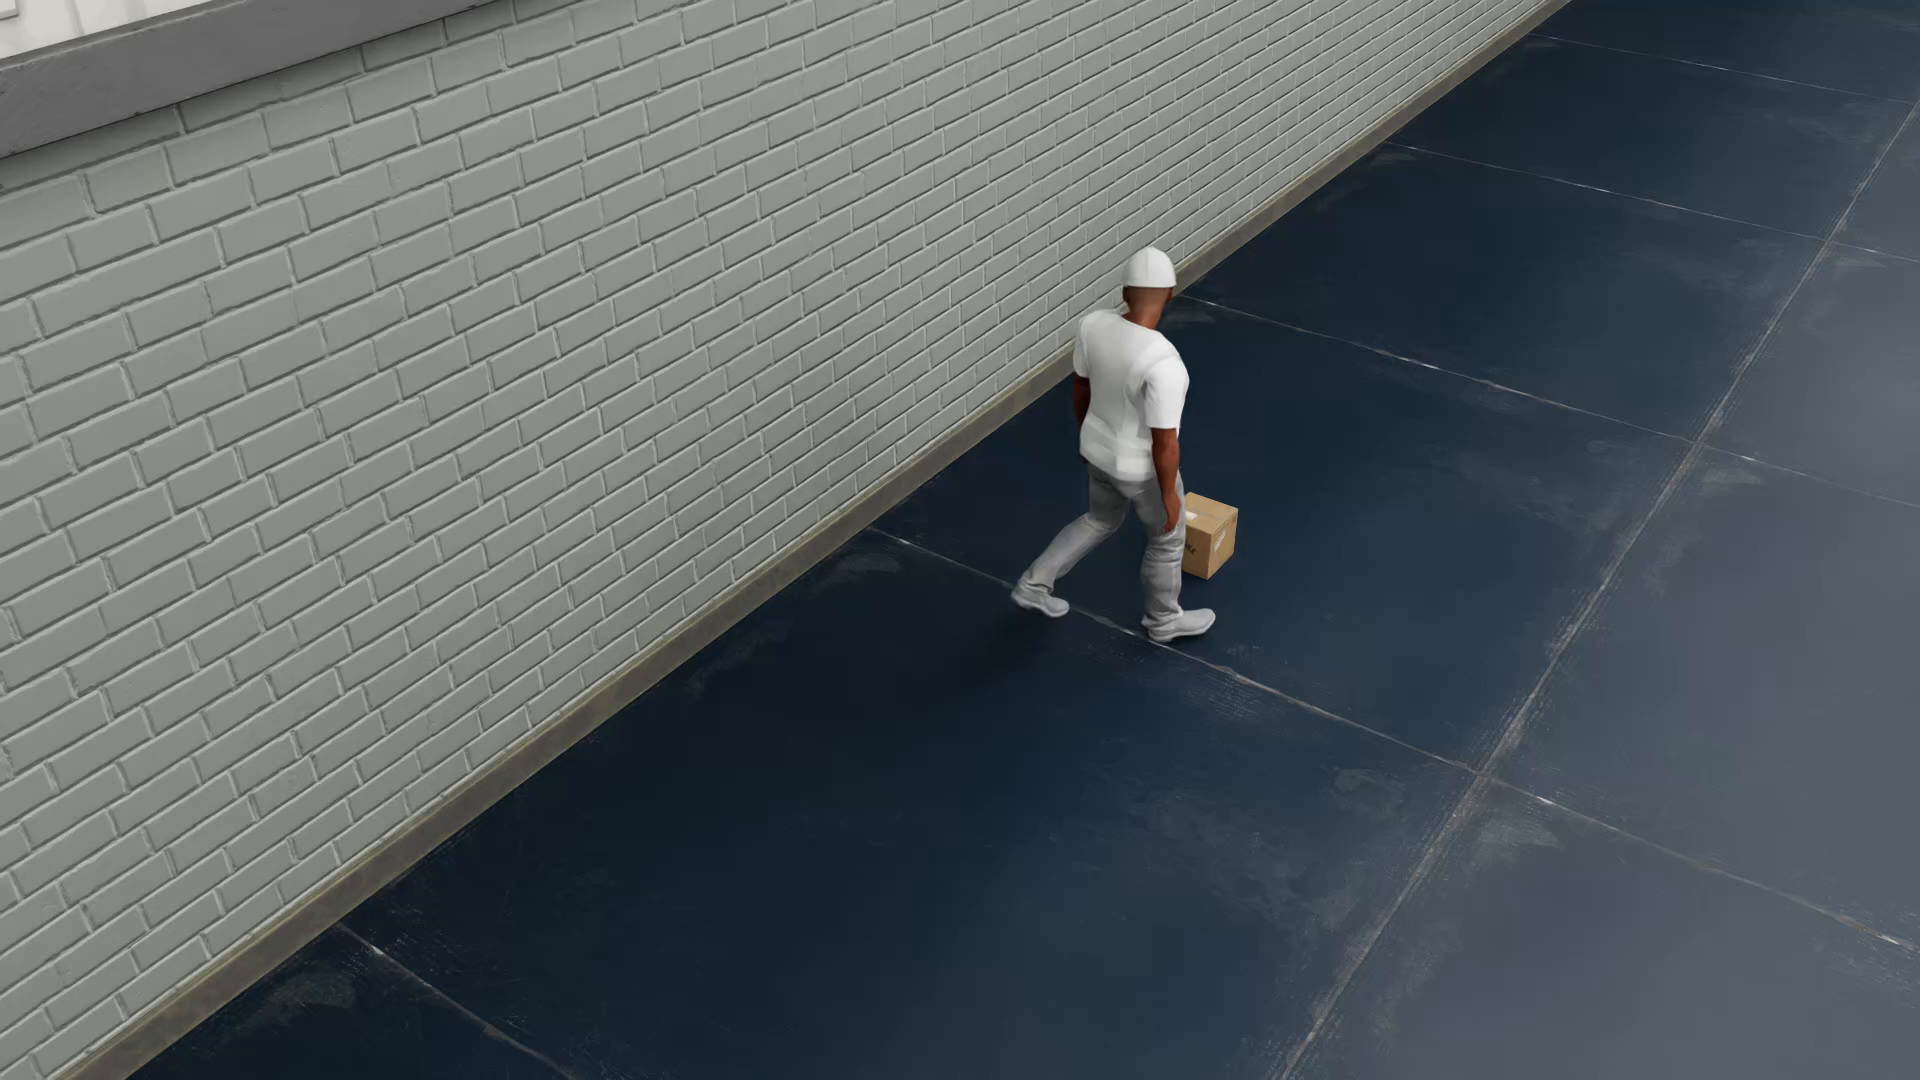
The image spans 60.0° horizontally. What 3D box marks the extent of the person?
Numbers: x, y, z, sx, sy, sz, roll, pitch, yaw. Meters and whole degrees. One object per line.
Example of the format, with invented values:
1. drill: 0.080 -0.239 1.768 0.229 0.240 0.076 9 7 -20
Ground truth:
1. person: 0.658 -0.323 6.588 0.806 1.752 0.620 -19 39 -26
